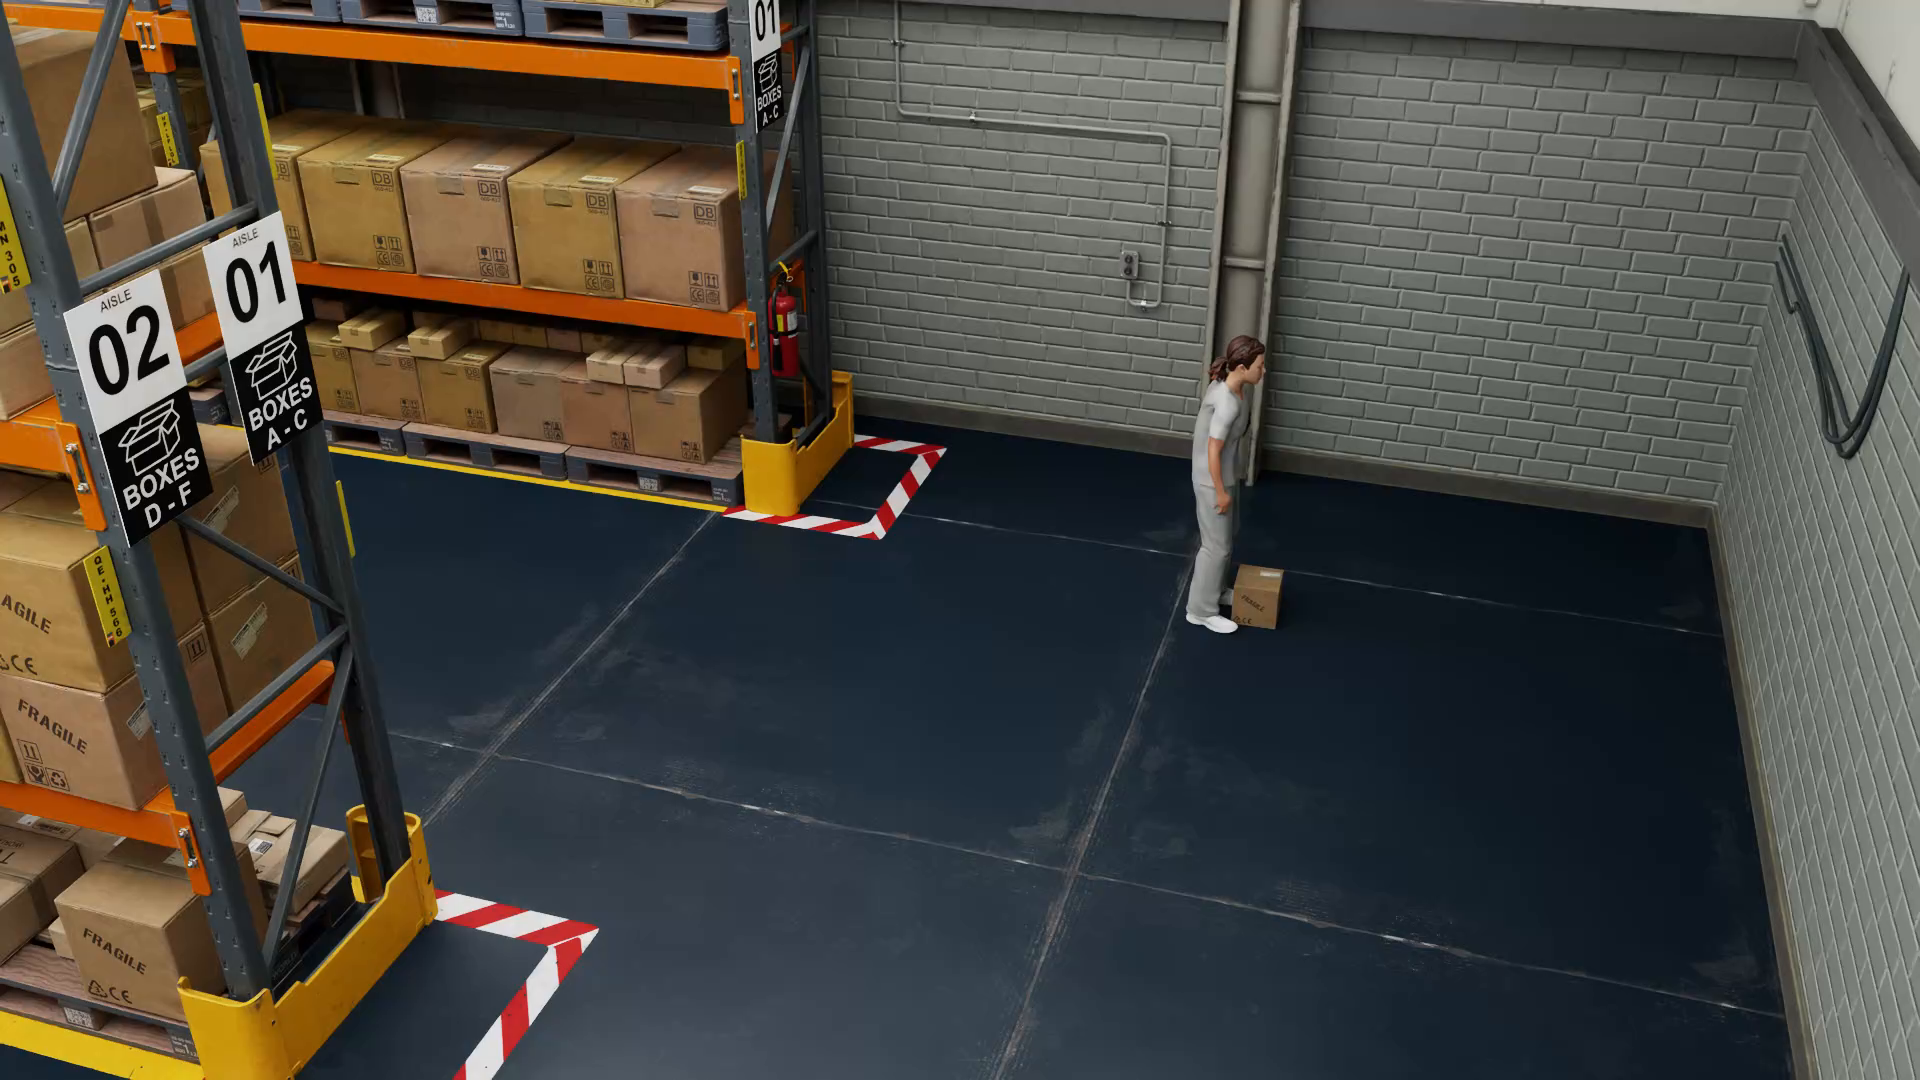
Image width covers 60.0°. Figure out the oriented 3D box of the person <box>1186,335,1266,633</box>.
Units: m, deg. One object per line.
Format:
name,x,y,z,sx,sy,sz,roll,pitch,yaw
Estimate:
person,1.440,-0.332,9.093,0.352,1.673,0.494,8,30,14
